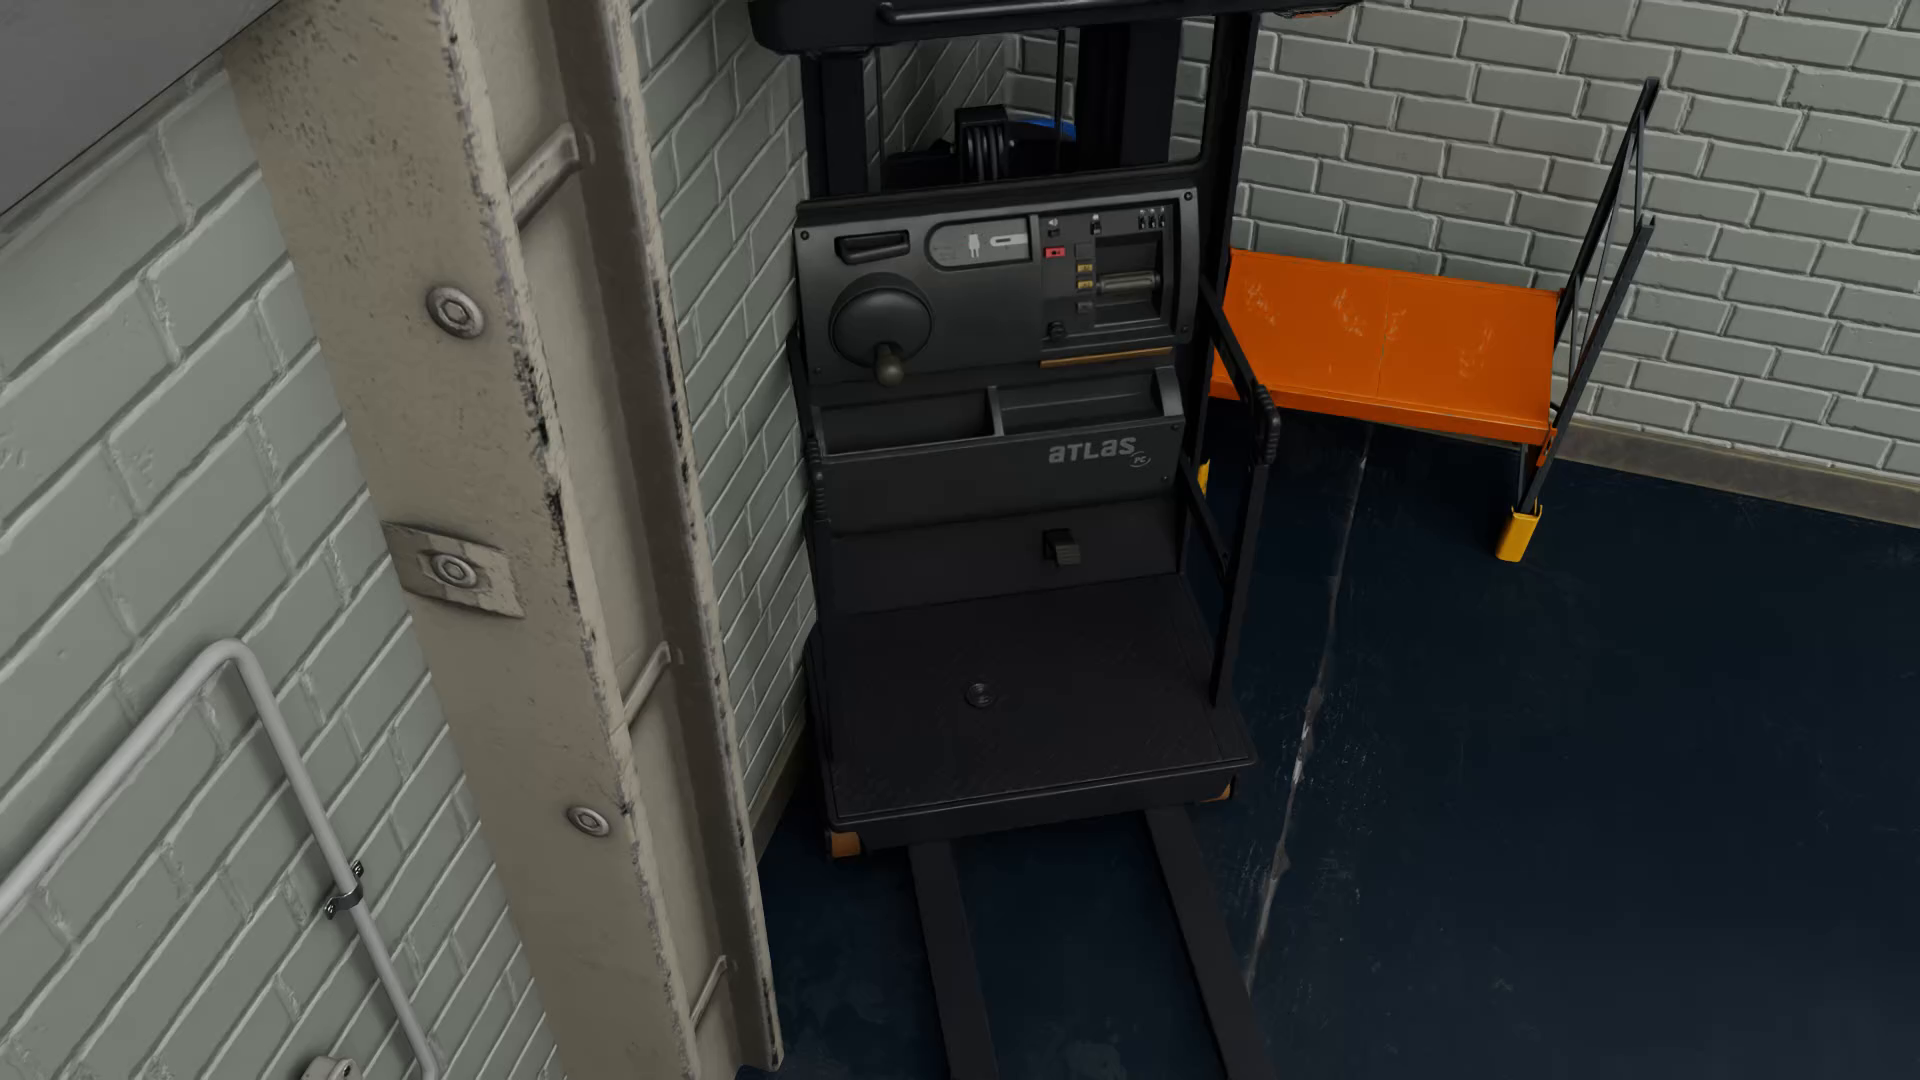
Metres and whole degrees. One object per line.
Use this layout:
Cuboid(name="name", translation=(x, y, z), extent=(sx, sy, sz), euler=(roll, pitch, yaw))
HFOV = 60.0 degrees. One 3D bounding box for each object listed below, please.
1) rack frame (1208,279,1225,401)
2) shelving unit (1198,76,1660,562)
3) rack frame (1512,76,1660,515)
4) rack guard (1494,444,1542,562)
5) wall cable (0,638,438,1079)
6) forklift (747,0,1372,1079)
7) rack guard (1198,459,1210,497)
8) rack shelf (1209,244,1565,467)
Cuboid(name="rack frame", translation=(0.737, -0.730, 4.851), extent=(0.032, 1.500, 0.500), euler=(10, 61, 10))
Cuboid(name="shelving unit", translation=(1.240, -0.646, 4.763), extent=(1.083, 1.500, 0.587), euler=(10, 61, 10))
Cuboid(name="rack frame", translation=(1.725, -0.565, 4.678), extent=(0.032, 1.500, 0.500), euler=(10, 61, 10))
Cuboid(name="rack guard", translation=(1.765, -0.247, 5.215), extent=(0.087, 0.250, 0.587), euler=(10, 61, 10))
Cuboid(name="wall cable", translation=(-1.133, 0.823, 1.538), extent=(0.084, 1.984, 1.851), euler=(13, 46, 13))
Cuboid(name="forklift", translation=(0.134, -0.494, 3.659), extent=(1.130, 2.935, 3.031), euler=(-7, 45, -7))
Cuboid(name="rack guard", translation=(0.797, -0.409, 5.384), extent=(0.087, 0.250, 0.587), euler=(10, 61, 10))
Cuboid(name="rack shelf", translation=(1.243, -0.556, 4.919), extent=(1.000, 0.185, 0.538), euler=(10, 61, 10))
